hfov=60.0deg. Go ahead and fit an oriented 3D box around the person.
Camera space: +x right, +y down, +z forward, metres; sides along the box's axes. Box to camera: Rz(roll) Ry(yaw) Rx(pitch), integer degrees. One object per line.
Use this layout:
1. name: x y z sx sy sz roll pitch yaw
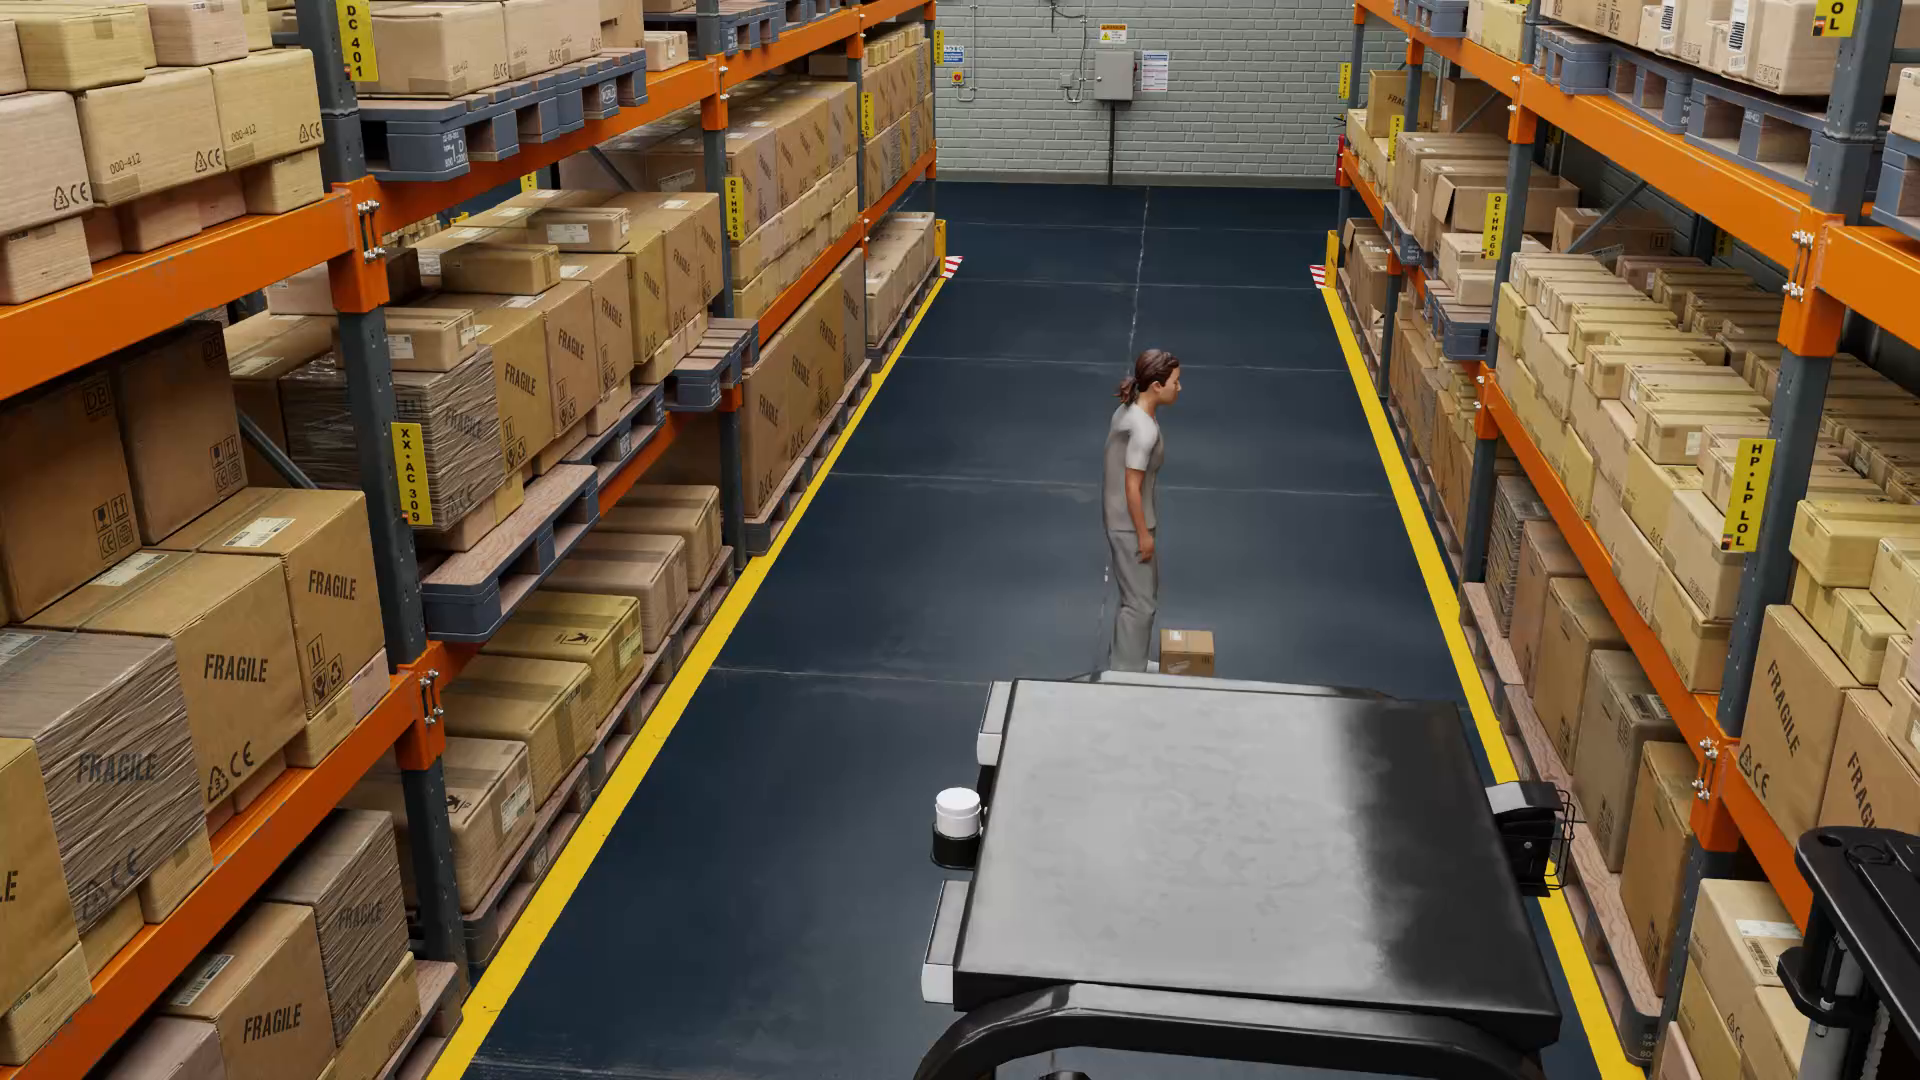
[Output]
1. person: 0.839 -0.071 7.769 0.365 1.671 0.500 1 21 4
